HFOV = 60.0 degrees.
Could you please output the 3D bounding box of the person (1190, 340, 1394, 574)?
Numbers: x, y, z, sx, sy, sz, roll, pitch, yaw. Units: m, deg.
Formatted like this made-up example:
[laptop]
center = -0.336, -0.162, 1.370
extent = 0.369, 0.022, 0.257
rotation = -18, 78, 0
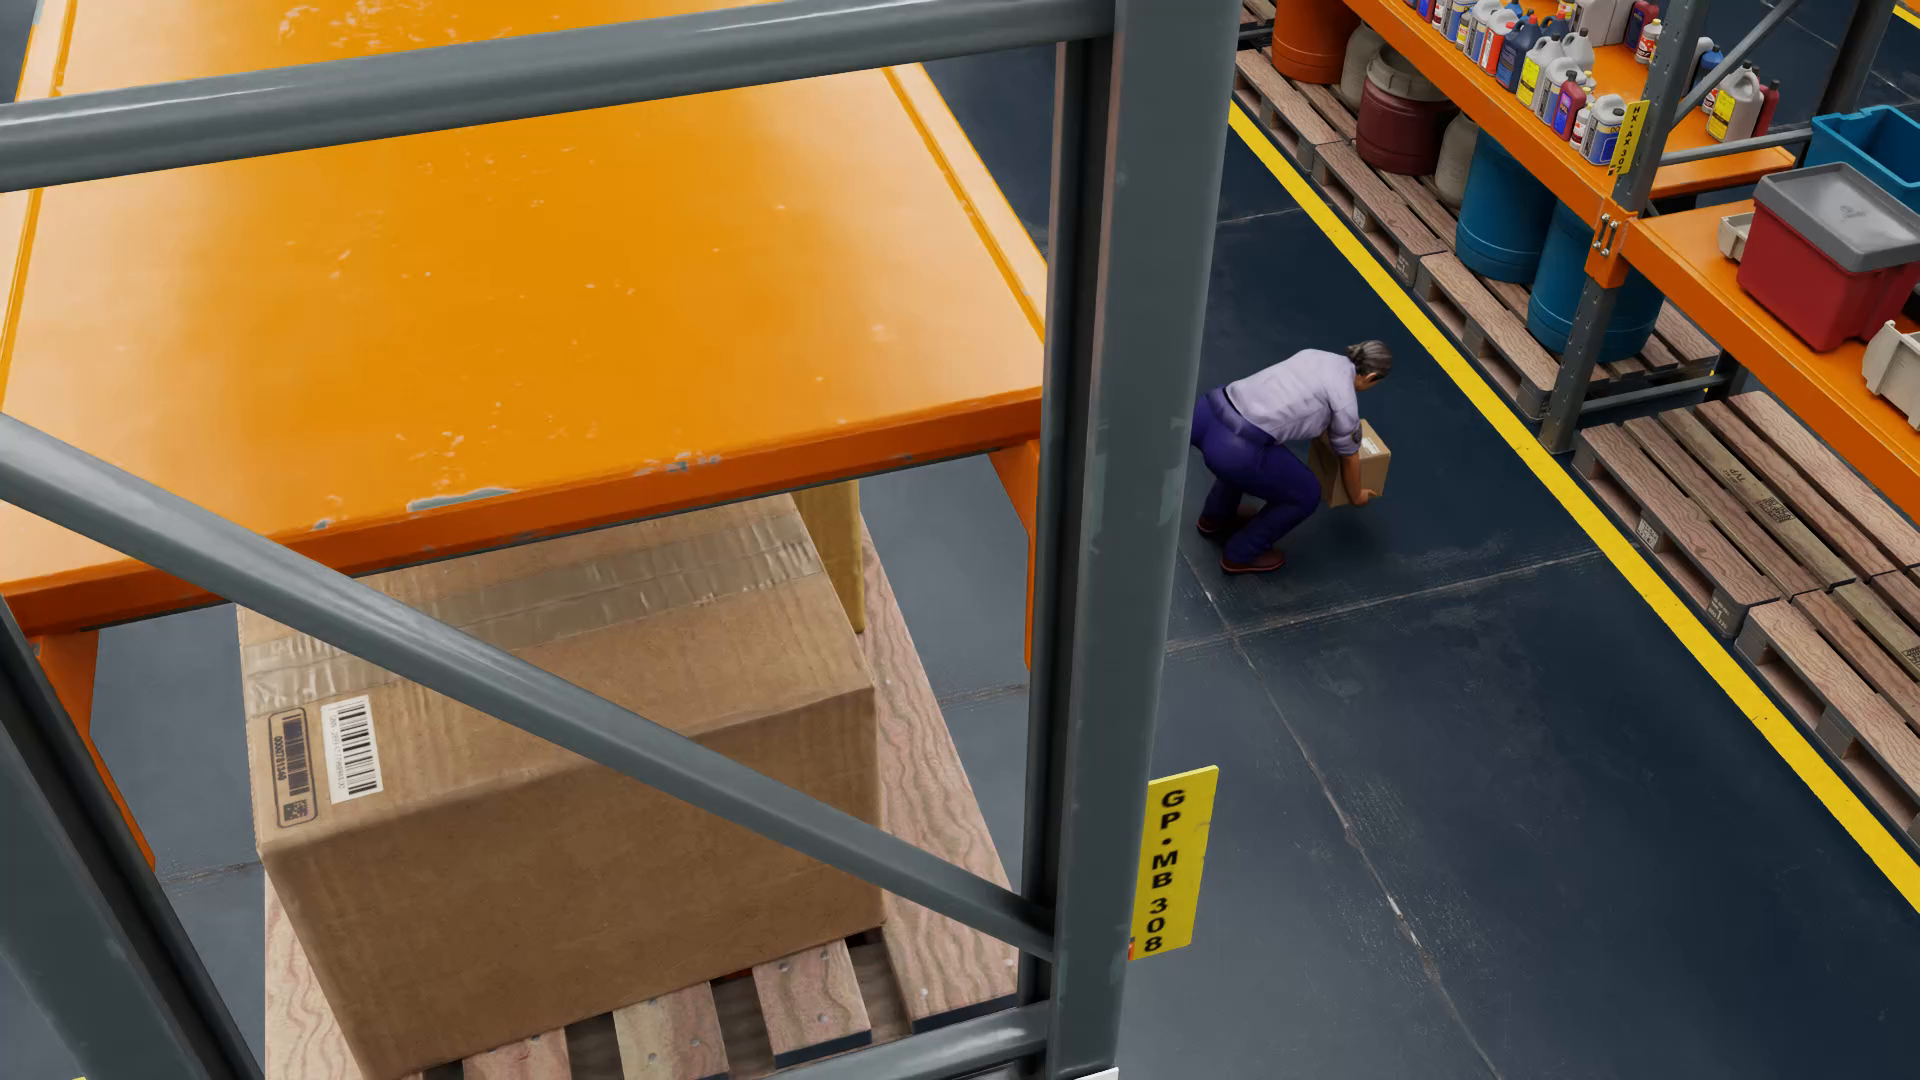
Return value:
[person]
center = 1.385, -0.364, 7.102
extent = 0.891, 0.952, 0.519
rotation = -14, 44, -15
